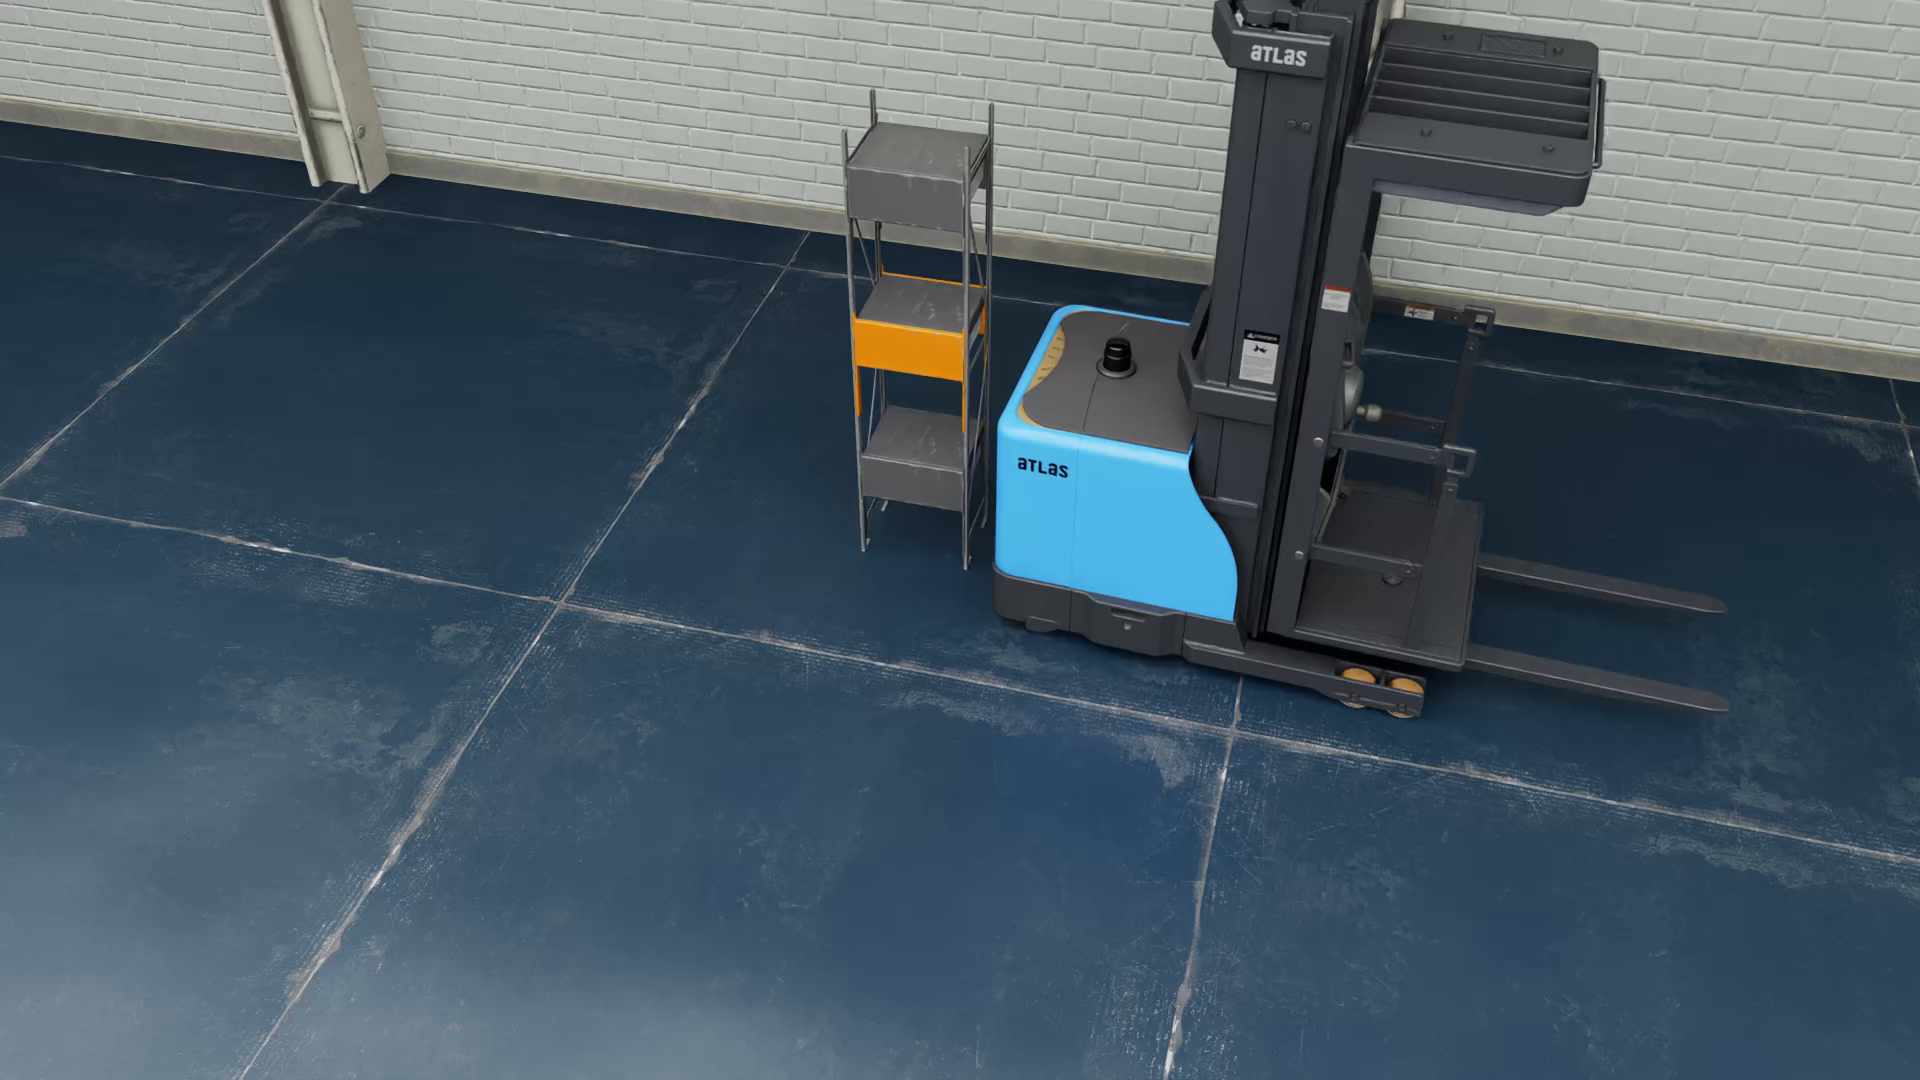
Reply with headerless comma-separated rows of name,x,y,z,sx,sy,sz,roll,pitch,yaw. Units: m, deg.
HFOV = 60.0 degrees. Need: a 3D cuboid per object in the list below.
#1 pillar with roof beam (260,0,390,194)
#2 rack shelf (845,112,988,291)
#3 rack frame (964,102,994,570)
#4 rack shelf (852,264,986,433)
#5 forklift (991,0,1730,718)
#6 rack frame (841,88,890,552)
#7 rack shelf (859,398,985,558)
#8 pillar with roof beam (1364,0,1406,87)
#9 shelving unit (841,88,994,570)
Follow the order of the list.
pillar with roof beam,-4.935,-3.047,4.381,0.400,9.000,9.100,10,41,11
rack shelf,-0.160,-1.357,6.666,0.480,0.518,0.431,10,41,11
rack frame,0.076,-0.791,7.059,0.015,2.100,0.400,10,41,11
rack shelf,-0.160,-0.821,7.116,0.480,0.518,0.431,10,41,11
forklift,1.712,-0.772,6.390,3.031,2.935,1.130,12,41,13
rack frame,-0.396,-0.872,7.156,0.015,2.100,0.400,10,41,11
rack shelf,-0.160,-0.285,7.566,0.480,0.518,0.431,10,41,11
pillar with roof beam,0.862,-2.049,3.193,0.400,9.000,9.100,10,41,11
shelving unit,-0.160,-0.832,7.108,0.503,2.100,0.431,10,41,11
